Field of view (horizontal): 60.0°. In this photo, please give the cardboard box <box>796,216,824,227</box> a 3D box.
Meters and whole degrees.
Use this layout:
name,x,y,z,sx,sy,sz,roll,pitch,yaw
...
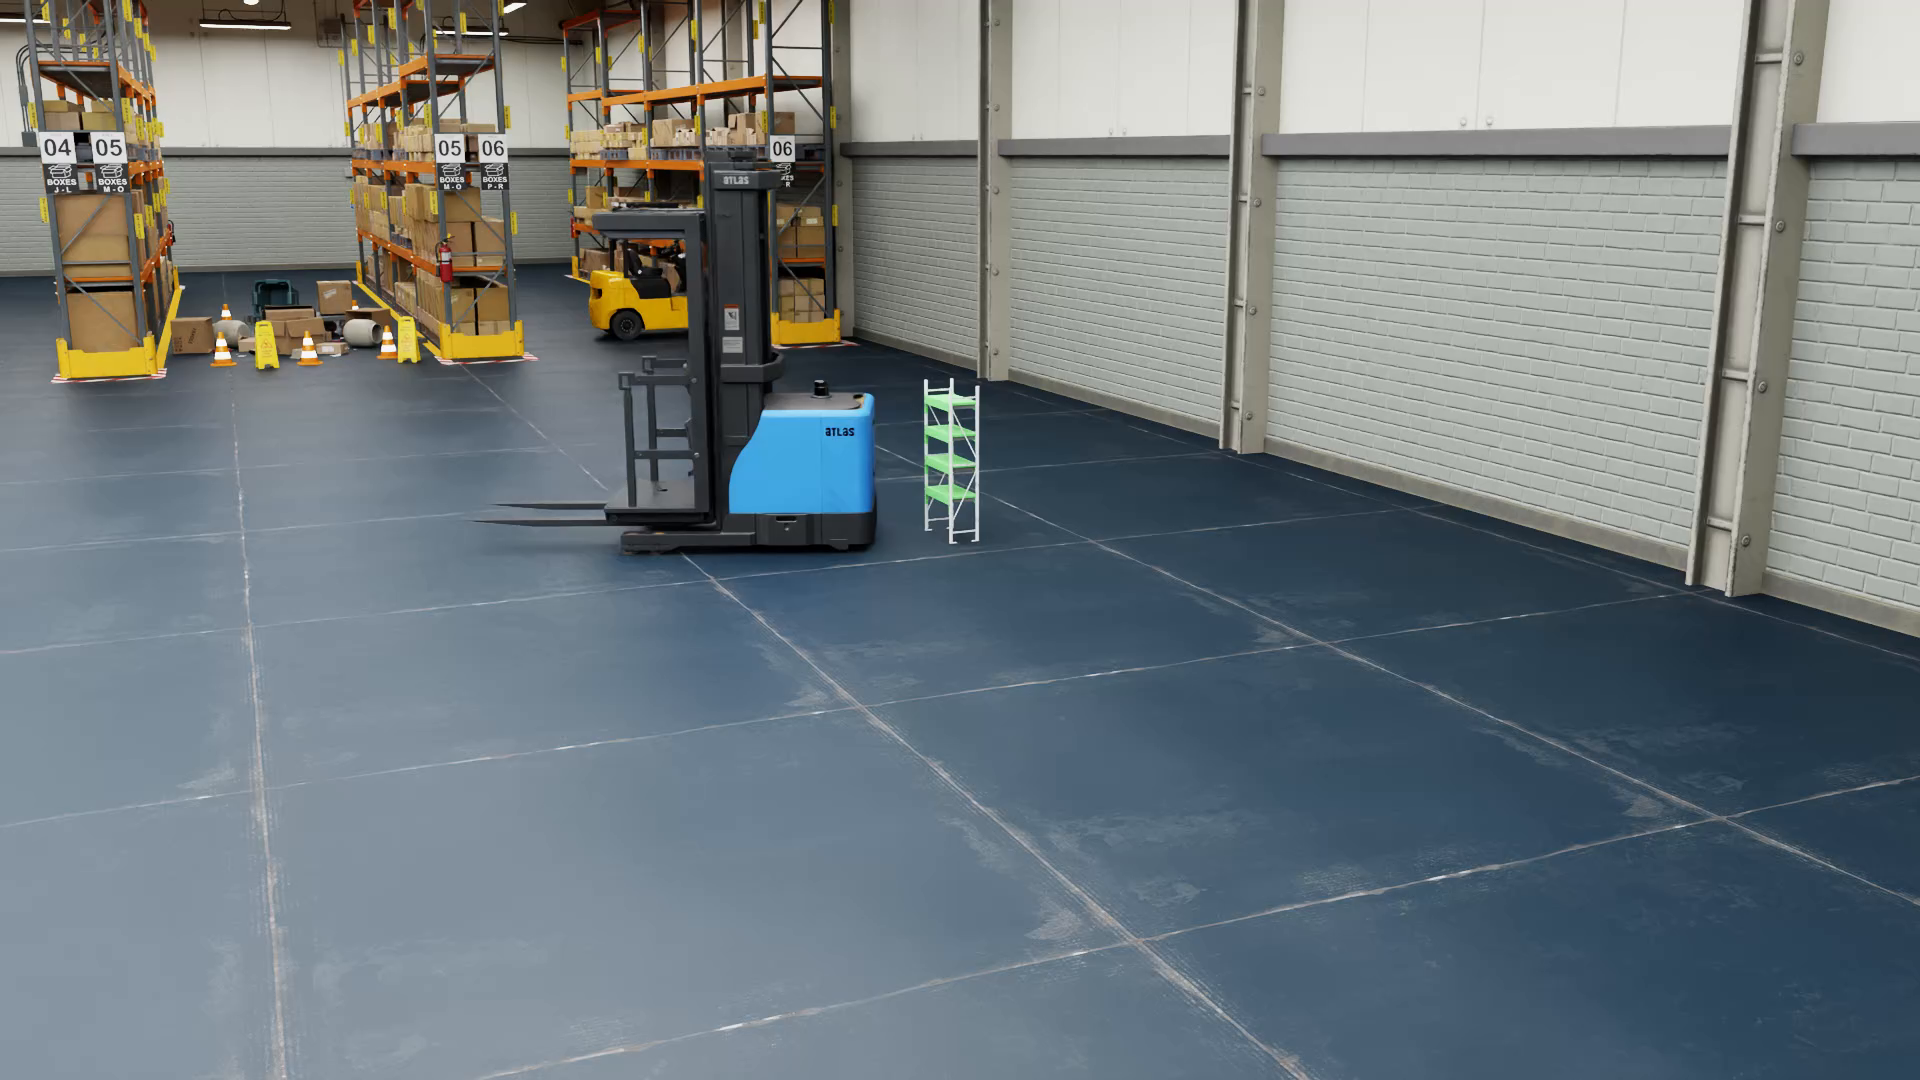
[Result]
name,x,y,z,sx,sy,sz,roll,pitch,yaw
cardboard box,-2.397,-5.084,26.522,0.380,0.149,0.250,-6,14,-24

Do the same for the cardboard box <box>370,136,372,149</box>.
name,x,y,z,sx,sy,sz,roll,pitch,yaw
cardboard box,-11.442,-7.847,32.836,0.396,0.266,0.258,-4,14,-18

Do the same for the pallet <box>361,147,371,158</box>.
name,x,y,z,sx,sy,sz,roll,pitch,yaw
pallet,-12.171,-8.244,35.380,1.003,0.211,1.213,-6,14,-23

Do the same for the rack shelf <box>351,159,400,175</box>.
name,x,y,z,sx,sy,sz,roll,pitch,yaw
rack shelf,-12.654,-8.180,36.502,1.077,0.370,4.000,-6,14,-23

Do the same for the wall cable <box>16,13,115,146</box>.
name,x,y,z,sx,sy,sz,roll,pitch,yaw
wall cable,-21.642,-12.556,40.031,2.277,5.999,0.120,-6,14,-23

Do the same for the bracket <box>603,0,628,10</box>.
name,x,y,z,sx,sy,sz,roll,pitch,yaw
bracket,-8.283,-12.592,39.337,0.076,0.066,4.783,-6,14,-23

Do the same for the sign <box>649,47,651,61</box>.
name,x,y,z,sx,sy,sz,roll,pitch,yaw
sign,-6.800,-10.611,36.337,0.100,0.325,0.005,-6,14,-23

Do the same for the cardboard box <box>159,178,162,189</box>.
name,x,y,z,sx,sy,sz,roll,pitch,yaw
cardboard box,-16.700,-7.196,34.211,0.500,0.500,0.500,-5,14,-22

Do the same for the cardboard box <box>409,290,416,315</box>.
name,x,y,z,sx,sy,sz,roll,pitch,yaw
cardboard box,-9.152,-4.183,29.189,0.950,0.372,0.625,-5,14,-19

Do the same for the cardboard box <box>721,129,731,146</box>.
name,x,y,z,sx,sy,sz,roll,pitch,yaw
cardboard box,-3.785,-6.767,27.948,0.396,0.266,0.258,-6,14,-24

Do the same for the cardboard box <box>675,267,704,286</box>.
name,x,y,z,sx,sy,sz,roll,pitch,yaw
cardboard box,-4.928,-4.922,31.821,0.875,0.625,0.625,-6,14,-25

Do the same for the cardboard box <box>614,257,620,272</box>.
name,x,y,z,sx,sy,sz,roll,pitch,yaw
cardboard box,-7.319,-5.971,36.629,0.500,0.500,0.500,-5,14,-21

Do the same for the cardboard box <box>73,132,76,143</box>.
name,x,y,z,sx,sy,sz,roll,pitch,yaw
cardboard box,-12.188,-5.444,22.490,0.380,0.149,0.250,-5,14,-22

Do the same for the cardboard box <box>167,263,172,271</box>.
name,x,y,z,sx,sy,sz,roll,pitch,yaw
cardboard box,-17.033,-5.824,35.454,0.380,0.149,0.250,-5,14,-21

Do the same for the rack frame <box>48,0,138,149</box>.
name,x,y,z,sx,sy,sz,roll,pitch,yaw
rack frame,-13.143,-7.457,25.134,1.000,3.000,0.127,-6,14,-23

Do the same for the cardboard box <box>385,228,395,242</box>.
name,x,y,z,sx,sy,sz,roll,pitch,yaw
cardboard box,-10.691,-5.837,31.770,0.500,0.250,0.500,-6,14,-25

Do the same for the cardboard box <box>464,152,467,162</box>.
name,x,y,z,sx,sy,sz,roll,pitch,yaw
cardboard box,-7.265,-5.766,25.036,0.380,0.149,0.250,-6,14,-23

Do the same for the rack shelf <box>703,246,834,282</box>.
name,x,y,z,sx,sy,sz,roll,pitch,yaw
rack shelf,-3.300,-4.688,28.069,1.077,0.370,4.000,-6,14,-23

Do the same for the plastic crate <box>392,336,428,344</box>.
name,x,y,z,sx,sy,sz,roll,pitch,yaw
plastic crate,-8.771,-3.182,26.440,0.402,0.080,0.583,-12,18,-42

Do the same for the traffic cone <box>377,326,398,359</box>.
name,x,y,z,sx,sy,sz,roll,pitch,yaw
traffic cone,-8.400,-2.913,24.428,0.336,0.463,0.334,-6,14,-23

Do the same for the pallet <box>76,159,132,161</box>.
name,x,y,z,sx,sy,sz,roll,pitch,yaw
pallet,-13.556,-6.088,26.293,0.805,0.209,1.217,-6,14,-25

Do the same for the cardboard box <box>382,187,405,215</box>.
name,x,y,z,sx,sy,sz,roll,pitch,yaw
cardboard box,-10.697,-6.448,31.639,0.500,0.500,0.500,-6,14,-24

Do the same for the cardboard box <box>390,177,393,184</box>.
name,x,y,z,sx,sy,sz,roll,pitch,yaw
cardboard box,-12.000,-7.697,35.594,0.380,0.149,0.250,-6,14,-24

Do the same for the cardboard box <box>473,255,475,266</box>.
name,x,y,z,sx,sy,sz,roll,pitch,yaw
cardboard box,-7.107,-4.194,24.894,0.380,0.149,0.250,-5,14,-22

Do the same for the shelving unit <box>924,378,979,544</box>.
name,x,y,z,sx,sy,sz,roll,pitch,yaw
shelving unit,-0.066,-0.619,12.882,0.258,1.200,0.503,-6,14,-23

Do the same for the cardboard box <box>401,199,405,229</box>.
name,x,y,z,sx,sy,sz,roll,pitch,yaw
cardboard box,-9.444,-5.685,28.968,0.500,0.500,0.500,-5,14,-21

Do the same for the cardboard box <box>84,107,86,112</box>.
name,x,y,z,sx,sy,sz,roll,pitch,yaw
cardboard box,-13.309,-6.410,24.895,0.380,0.149,0.250,-5,14,-22

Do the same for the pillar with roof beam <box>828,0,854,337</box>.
name,x,y,z,sx,sy,sz,roll,pitch,yaw
pillar with roof beam,-5.897,-7.385,24.819,9.100,9.000,0.400,-6,14,-23

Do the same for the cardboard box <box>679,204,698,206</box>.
name,x,y,z,sx,sy,sz,roll,pitch,yaw
cardboard box,-5.388,-6.594,33.048,0.380,0.149,0.250,-5,14,-21

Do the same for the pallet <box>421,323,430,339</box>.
name,x,y,z,sx,sy,sz,roll,pitch,yaw
pallet,-8.347,-3.509,27.561,1.003,0.211,1.213,-6,14,-23

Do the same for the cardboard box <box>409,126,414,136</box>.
name,x,y,z,sx,sy,sz,roll,pitch,yaw
cardboard box,-8.512,-6.472,26.319,0.380,0.149,0.250,-6,14,-23

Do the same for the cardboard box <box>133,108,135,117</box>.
name,x,y,z,sx,sy,sz,roll,pitch,yaw
cardboard box,-12.705,-6.469,25.150,0.380,0.149,0.250,-6,14,-23

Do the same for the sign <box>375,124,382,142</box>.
name,x,y,z,sx,sy,sz,roll,pitch,yaw
sign,-10.762,-7.532,30.789,0.100,0.325,0.005,-6,14,-23

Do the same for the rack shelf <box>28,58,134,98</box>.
name,x,y,z,sx,sy,sz,roll,pitch,yaw
rack shelf,-12.342,-6.499,23.475,1.077,0.370,4.000,-6,14,-23

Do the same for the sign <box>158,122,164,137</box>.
name,x,y,z,sx,sy,sz,roll,pitch,yaw
sign,-17.434,-8.953,36.283,0.100,0.325,0.005,-6,14,-23

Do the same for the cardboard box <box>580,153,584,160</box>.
name,x,y,z,sx,sy,sz,roll,pitch,yaw
cardboard box,-8.661,-8.963,38.847,0.380,0.149,0.250,-6,14,-23

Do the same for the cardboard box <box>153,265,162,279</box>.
name,x,y,z,sx,sy,sz,roll,pitch,yaw
cardboard box,-14.800,-4.878,30.241,0.500,0.250,0.500,-6,14,-26

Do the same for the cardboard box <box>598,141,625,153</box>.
name,x,y,z,sx,sy,sz,roll,pitch,yaw
cardboard box,-7.729,-8.715,36.893,0.500,0.250,0.500,-6,14,-23

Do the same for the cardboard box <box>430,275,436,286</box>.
name,x,y,z,sx,sy,sz,roll,pitch,yaw
cardboard box,-7.912,-3.987,25.507,0.380,0.149,0.250,-5,14,-22

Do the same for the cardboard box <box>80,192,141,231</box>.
name,x,y,z,sx,sy,sz,roll,pitch,yaw
cardboard box,-12.059,-4.621,23.456,0.875,0.550,0.550,-6,14,-23

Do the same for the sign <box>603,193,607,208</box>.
name,x,y,z,sx,sy,sz,roll,pitch,yaw
sign,-7.800,-7.476,36.598,0.100,0.325,0.005,-6,14,-23

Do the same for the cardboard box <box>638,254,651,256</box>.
name,x,y,z,sx,sy,sz,roll,pitch,yaw
cardboard box,-6.639,-5.937,35.042,0.380,0.149,0.250,-6,14,-26

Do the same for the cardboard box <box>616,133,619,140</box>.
name,x,y,z,sx,sy,sz,roll,pitch,yaw
cardboard box,-7.009,-8.480,34.951,0.380,0.149,0.250,-6,14,-23

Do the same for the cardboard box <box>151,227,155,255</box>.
name,x,y,z,sx,sy,sz,roll,pitch,yaw
cardboard box,-13.508,-4.924,27.272,0.500,0.500,0.500,-6,14,-23

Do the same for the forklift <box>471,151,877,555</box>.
name,x,y,z,sx,sy,sz,roll,pitch,yaw
forklift,-2.172,-1.438,12.585,3.031,2.935,1.130,0,13,-1

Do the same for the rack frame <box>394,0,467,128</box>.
name,x,y,z,sx,sy,sz,roll,pitch,yaw
rack frame,-8.648,-7.925,27.156,1.000,3.000,0.127,-6,14,-23

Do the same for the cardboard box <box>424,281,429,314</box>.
name,x,y,z,sx,sy,sz,roll,pitch,yaw
cardboard box,-8.228,-3.870,26.442,0.500,0.500,0.500,-5,14,-20

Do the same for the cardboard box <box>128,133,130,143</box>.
name,x,y,z,sx,sy,sz,roll,pitch,yaw
cardboard box,-11.587,-5.505,22.754,0.380,0.149,0.250,-6,14,-23

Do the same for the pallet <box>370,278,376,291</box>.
name,x,y,z,sx,sy,sz,roll,pitch,yaw
pallet,-12.578,-5.714,37.088,1.003,0.211,1.213,-6,14,-23

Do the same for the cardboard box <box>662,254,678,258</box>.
name,x,y,z,sx,sy,sz,roll,pitch,yaw
cardboard box,-6.055,-5.932,35.024,0.380,0.149,0.250,-6,14,-24

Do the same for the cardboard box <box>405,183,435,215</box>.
name,x,y,z,sx,sy,sz,roll,pitch,yaw
cardboard box,-8.671,-5.573,27.198,0.700,0.500,0.500,-6,14,-24

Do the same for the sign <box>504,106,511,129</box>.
name,x,y,z,sx,sy,sz,roll,pitch,yaw
sign,-6.549,-6.113,24.037,0.100,0.325,0.005,-6,14,-23

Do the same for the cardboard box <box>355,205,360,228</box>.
name,x,y,z,sx,sy,sz,roll,pitch,yaw
cardboard box,-13.526,-7.406,37.993,0.500,0.500,0.500,-6,14,-23
